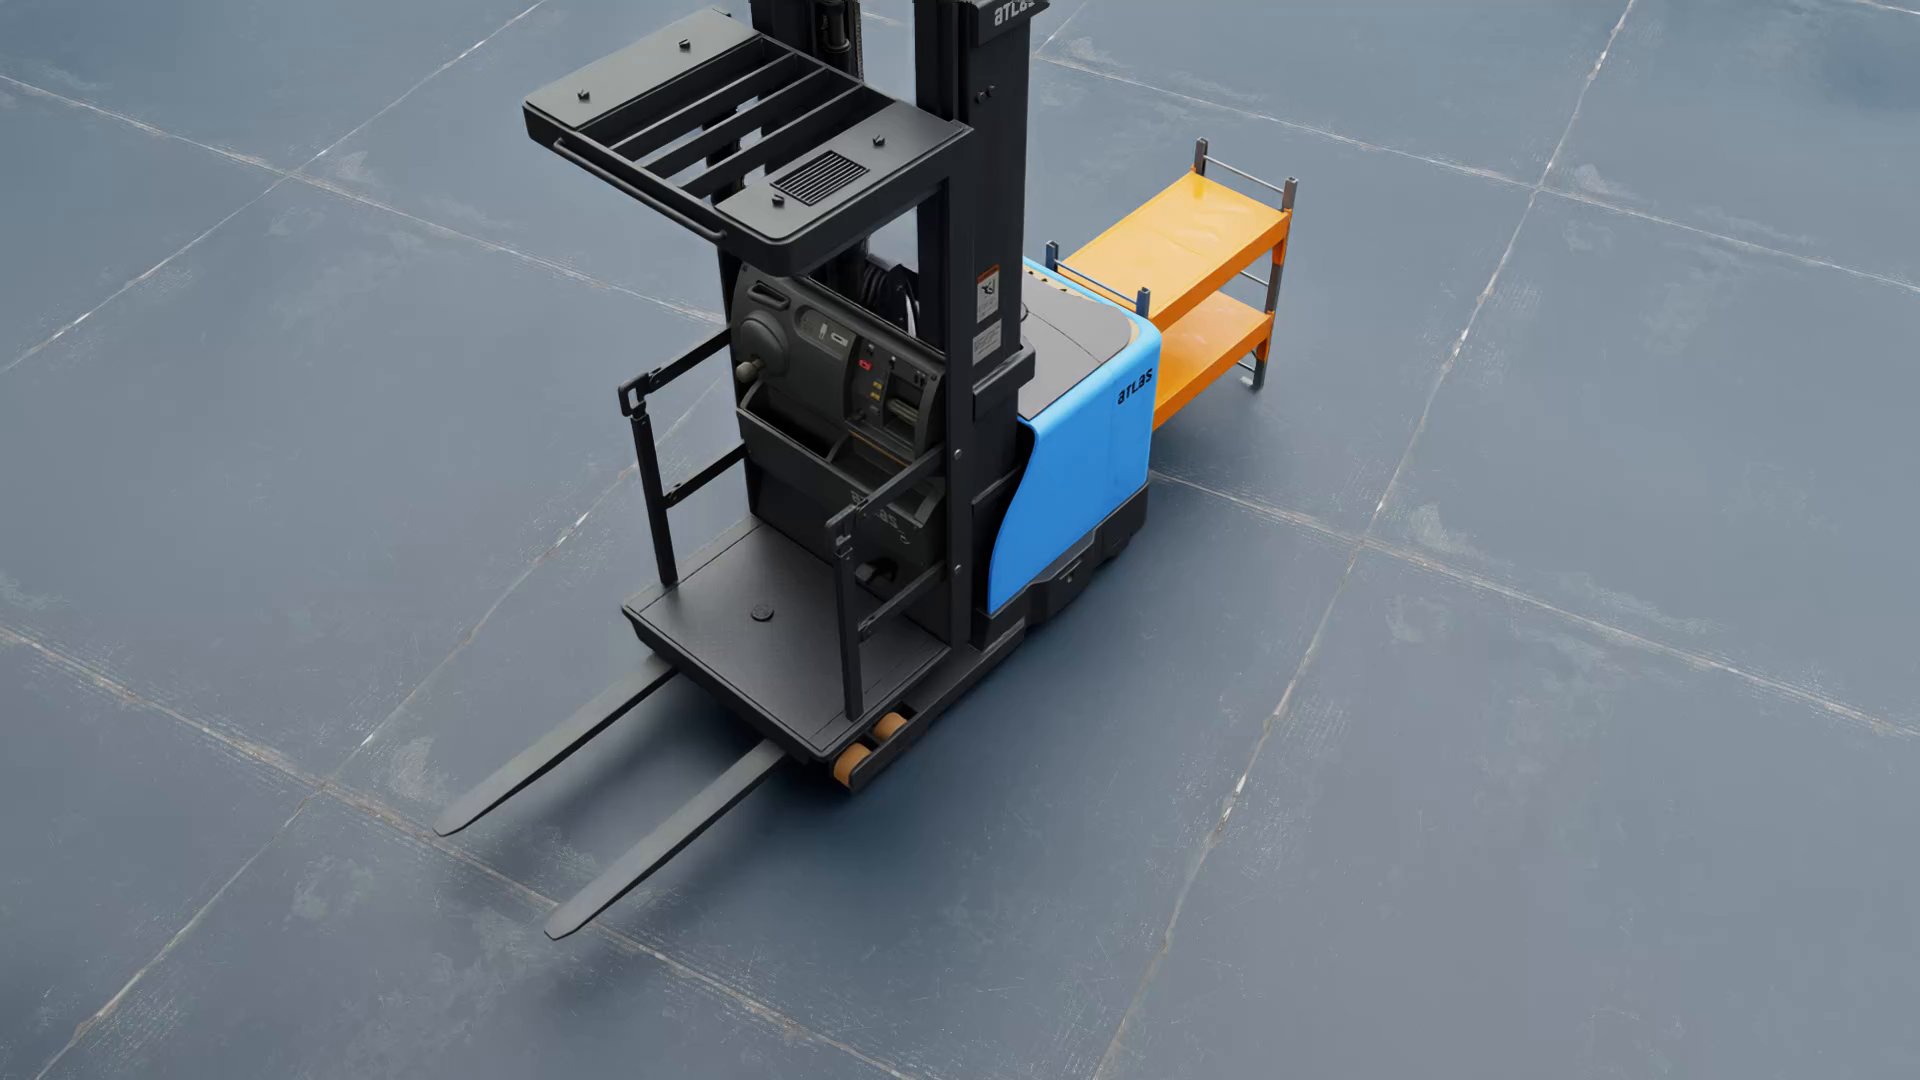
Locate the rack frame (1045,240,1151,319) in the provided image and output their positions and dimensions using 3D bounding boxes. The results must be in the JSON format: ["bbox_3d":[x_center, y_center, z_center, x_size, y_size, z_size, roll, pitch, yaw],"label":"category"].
[{"bbox_3d":[0.539,-0.676,6.907,0.500,1.125,0.032,32,54,28],"label":"rack frame"}]

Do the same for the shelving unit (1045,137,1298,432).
[{"bbox_3d":[0.877,-0.946,7.174,0.538,1.125,1.048,32,54,28],"label":"shelving unit"}]

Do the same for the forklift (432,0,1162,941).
[{"bbox_3d":[-0.568,-0.528,5.491,1.130,2.935,3.031,32,54,28],"label":"forklift"}]

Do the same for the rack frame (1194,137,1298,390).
[{"bbox_3d":[1.214,-1.216,7.441,0.500,1.125,0.032,32,54,28],"label":"rack frame"}]

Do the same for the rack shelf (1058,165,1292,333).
[{"bbox_3d":[0.877,-1.152,6.966,0.538,0.278,1.000,32,54,28],"label":"rack shelf"}]

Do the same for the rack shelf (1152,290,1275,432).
[{"bbox_3d":[0.877,-0.774,7.348,0.538,0.278,1.000,32,54,28],"label":"rack shelf"}]
